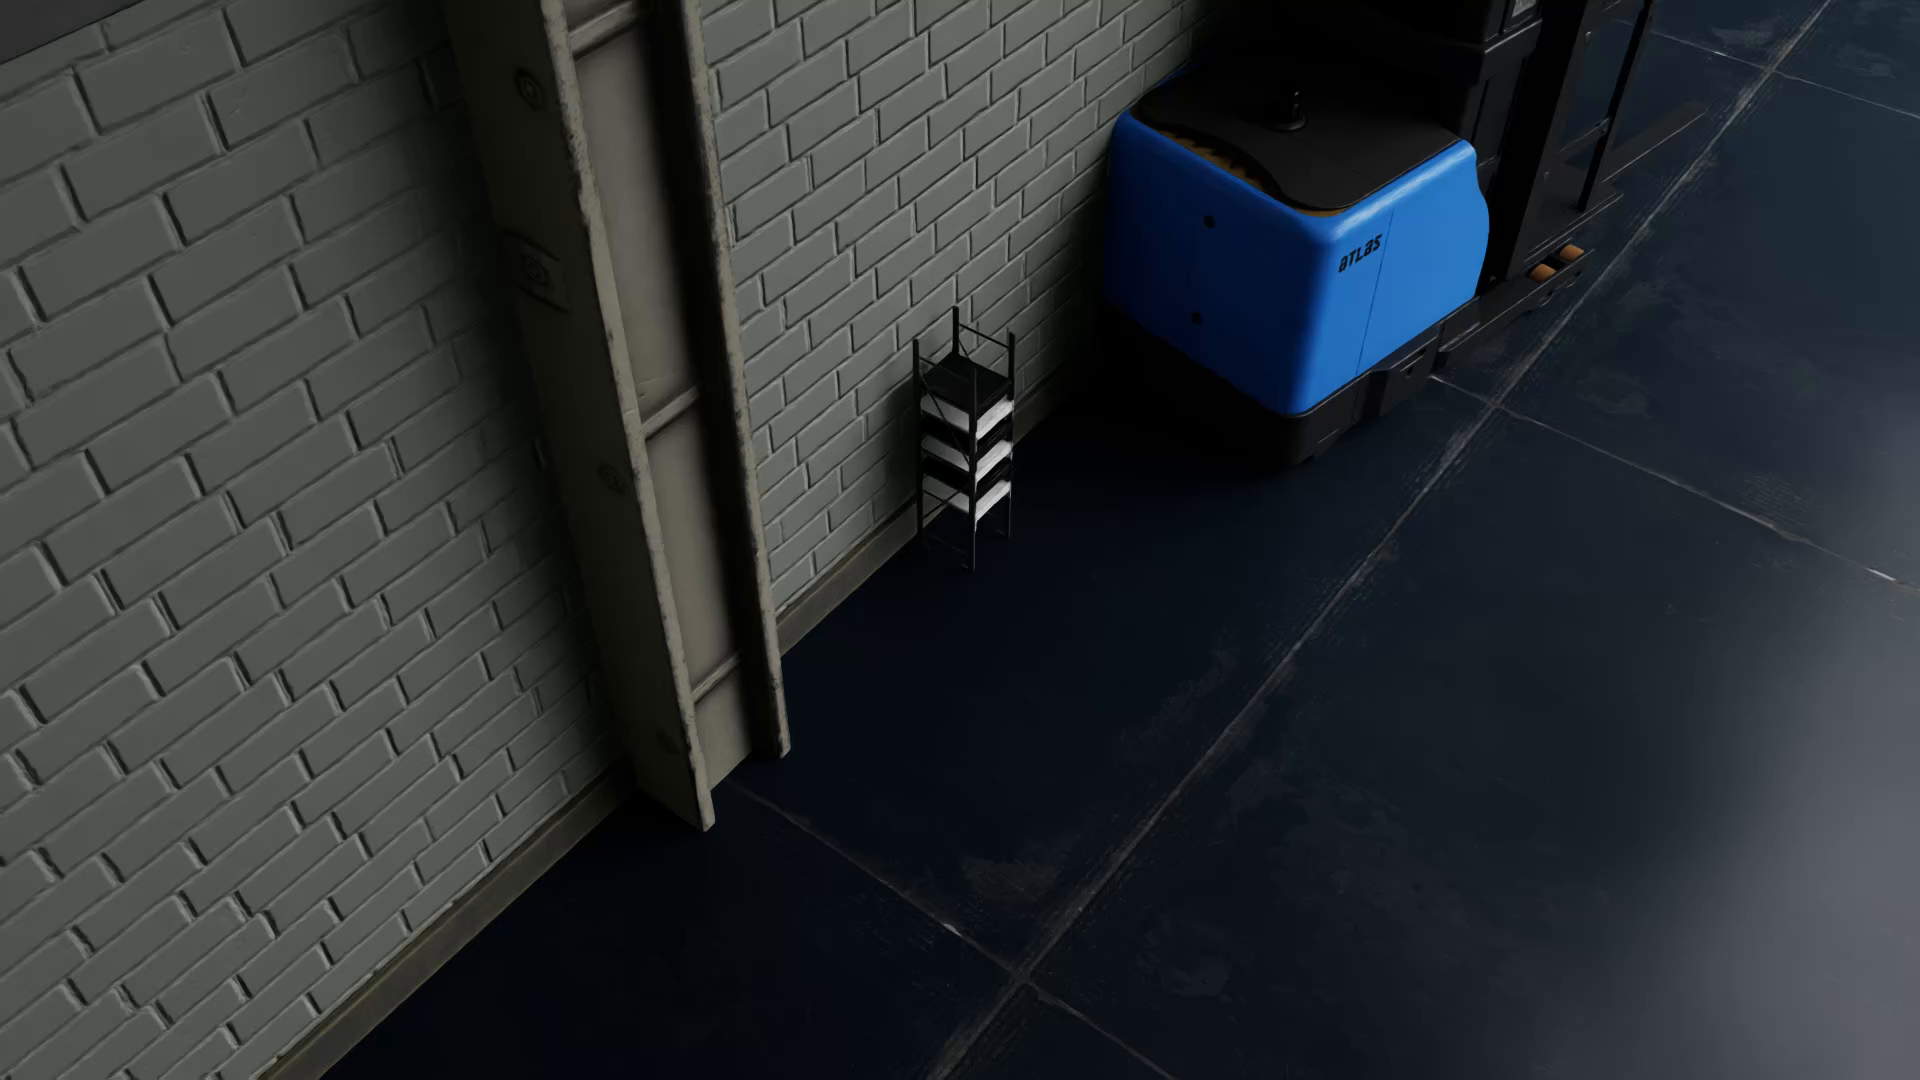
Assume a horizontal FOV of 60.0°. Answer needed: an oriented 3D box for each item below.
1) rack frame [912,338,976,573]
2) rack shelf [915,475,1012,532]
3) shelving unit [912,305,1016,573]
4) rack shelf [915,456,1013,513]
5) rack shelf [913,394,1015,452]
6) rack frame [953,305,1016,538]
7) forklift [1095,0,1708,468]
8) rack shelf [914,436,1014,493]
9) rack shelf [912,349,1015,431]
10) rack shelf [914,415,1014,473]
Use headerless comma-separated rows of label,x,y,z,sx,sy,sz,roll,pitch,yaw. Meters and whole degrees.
rack frame,-0.048,-0.254,5.370,0.240,0.900,0.006,29,53,25
rack shelf,0.013,-0.165,5.580,0.258,0.077,0.200,29,53,25
shelving unit,0.013,-0.312,5.426,0.258,0.900,0.210,29,53,25
rack shelf,0.013,-0.227,5.515,0.258,0.077,0.200,29,53,25
rack shelf,0.013,-0.414,5.320,0.258,0.077,0.200,29,53,25
rack frame,0.074,-0.371,5.482,0.240,0.900,0.006,29,53,25
forklift,1.910,-2.198,5.822,3.031,2.935,1.130,-33,55,-27
rack shelf,0.013,-0.289,5.450,0.258,0.077,0.200,29,53,25
rack shelf,0.013,-0.476,5.255,0.258,0.077,0.200,29,53,25
rack shelf,0.013,-0.352,5.385,0.258,0.077,0.200,29,53,25
